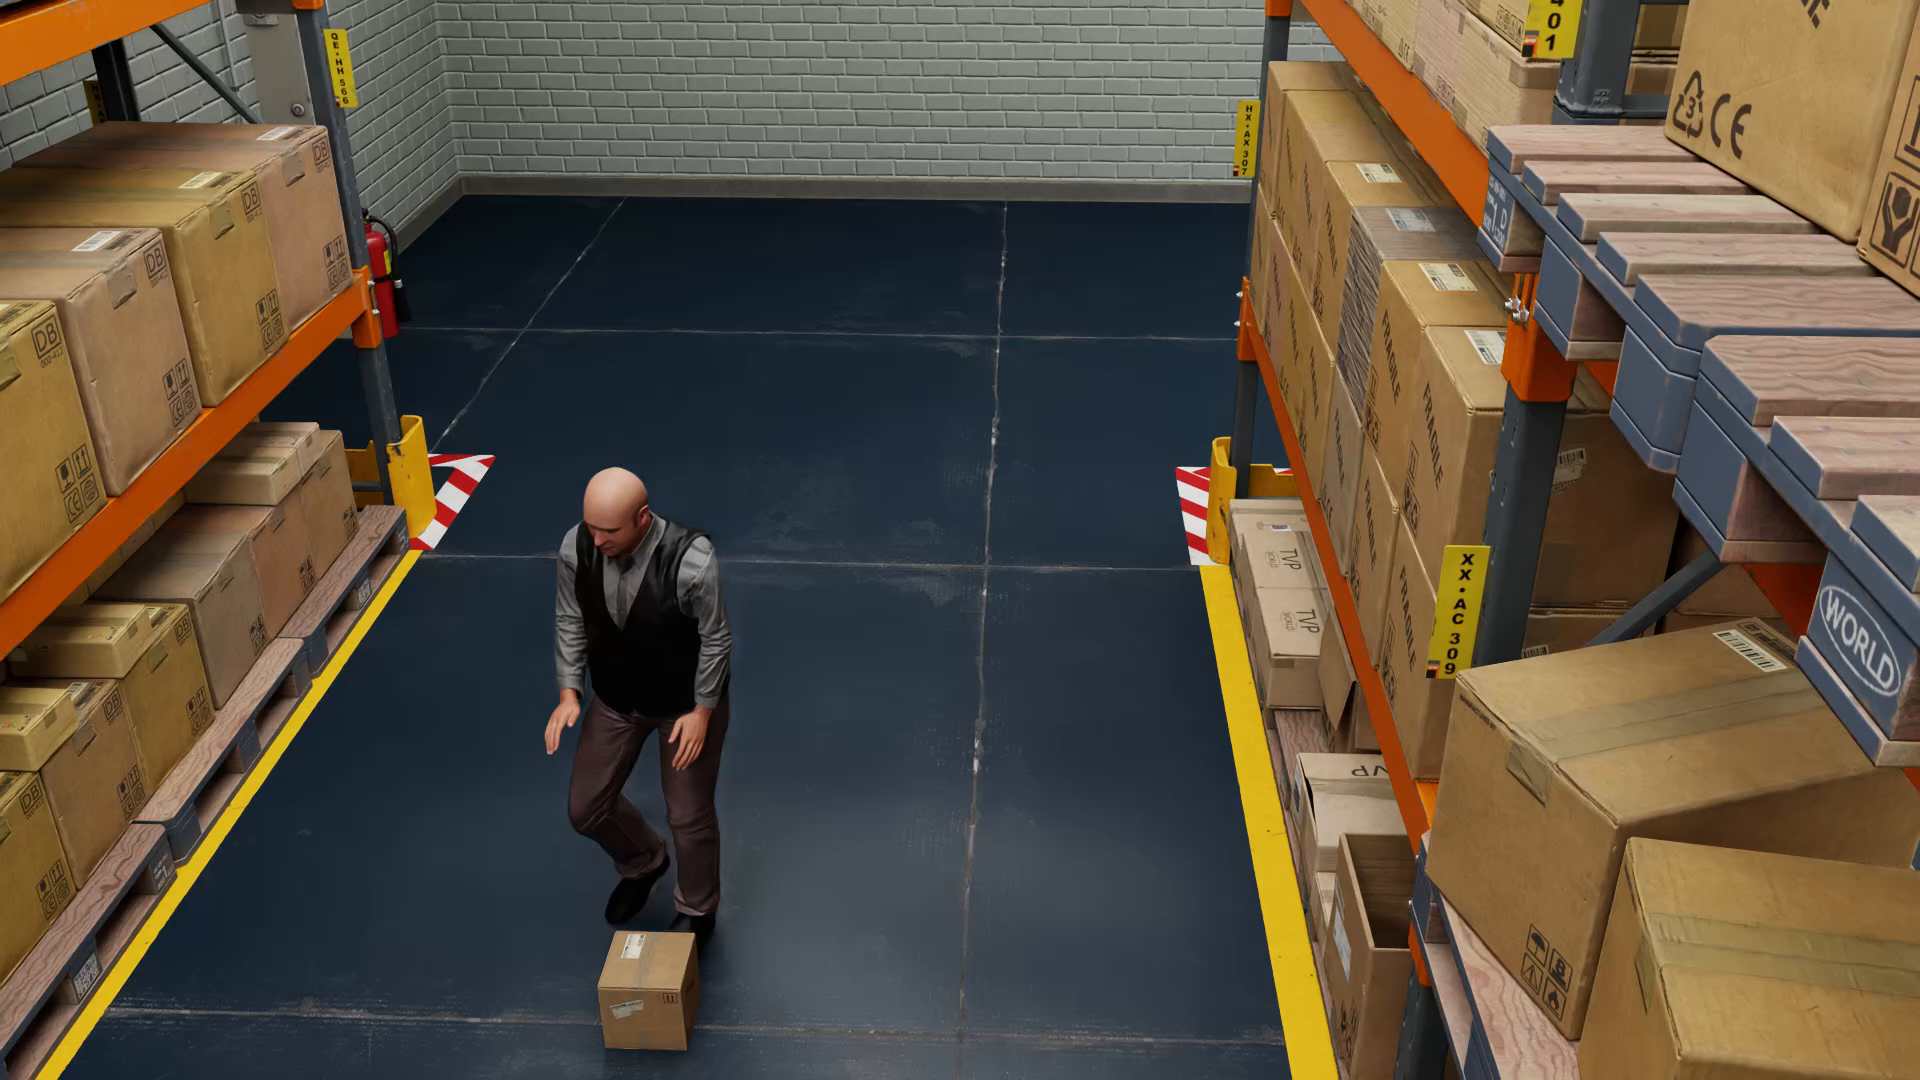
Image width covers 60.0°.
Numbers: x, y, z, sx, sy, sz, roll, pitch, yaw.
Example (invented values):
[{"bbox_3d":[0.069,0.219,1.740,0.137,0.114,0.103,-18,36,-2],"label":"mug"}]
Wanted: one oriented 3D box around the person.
[{"bbox_3d":[-0.972,0.558,5.096,0.553,1.738,0.534,9,29,16],"label":"person"}]
